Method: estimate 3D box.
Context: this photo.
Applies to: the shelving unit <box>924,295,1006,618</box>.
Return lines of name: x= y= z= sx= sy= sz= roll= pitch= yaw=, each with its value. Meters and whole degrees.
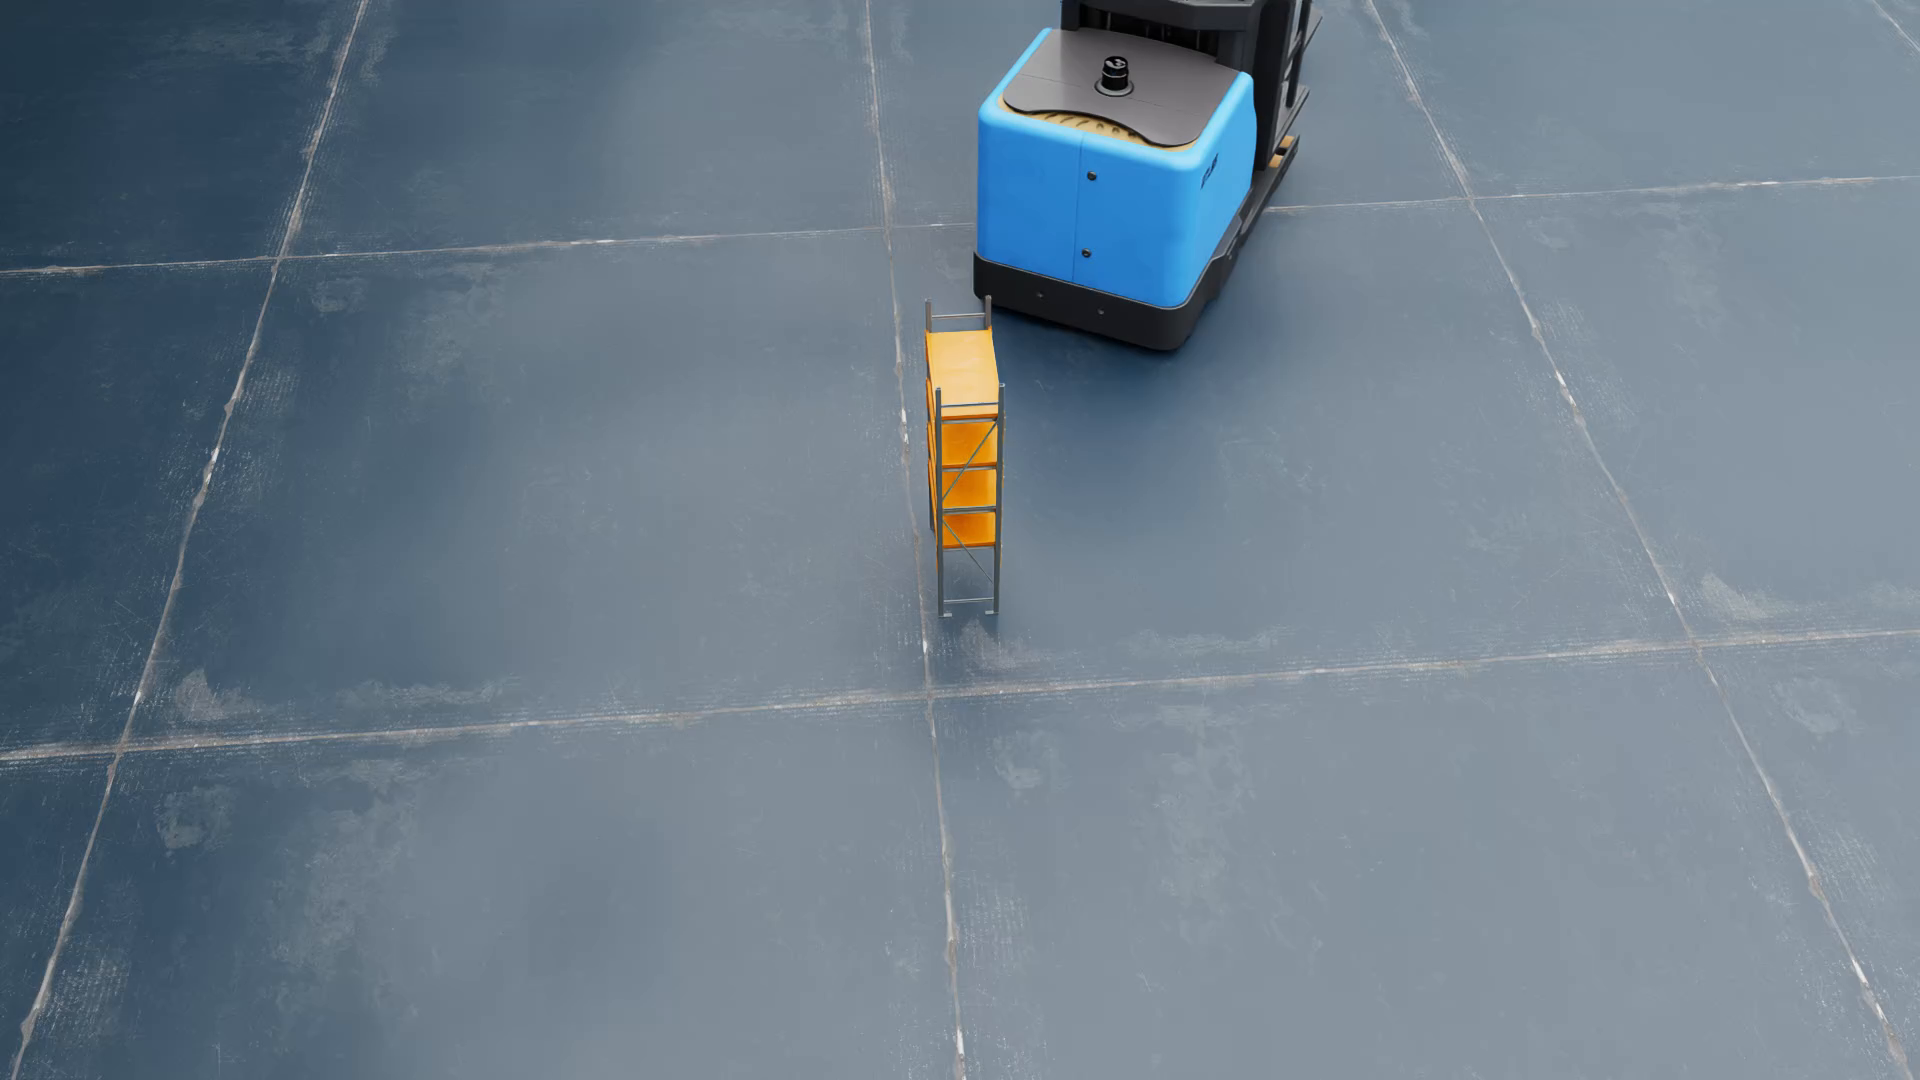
shelving unit: x=0.014 y=-0.293 z=6.337 sx=0.258 sy=1.200 sz=0.503 roll=-3 pitch=47 yaw=-3

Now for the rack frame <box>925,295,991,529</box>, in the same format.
rack frame: x=-0.007 y=-0.469 z=6.505 sx=0.240 sy=1.200 sz=0.015 roll=-3 pitch=47 yaw=-3

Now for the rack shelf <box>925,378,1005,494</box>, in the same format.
rack shelf: x=0.014 y=-0.400 z=6.224 sx=0.258 sy=0.148 sz=0.480 roll=-3 pitch=47 yaw=-3

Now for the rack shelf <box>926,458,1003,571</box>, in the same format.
rack shelf: x=0.014 y=-0.110 z=6.530 sx=0.258 sy=0.148 sz=0.480 roll=-3 pitch=47 yaw=-3

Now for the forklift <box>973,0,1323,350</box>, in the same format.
forklift: x=1.129 y=-2.958 z=7.670 sx=1.130 sy=2.935 sz=3.031 roll=18 pitch=49 yaw=16

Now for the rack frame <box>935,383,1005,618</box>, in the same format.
rack frame: x=0.034 y=-0.116 z=6.170 sx=0.240 sy=1.200 sz=0.015 roll=-3 pitch=47 yaw=-3

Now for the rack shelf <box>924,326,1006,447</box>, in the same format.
rack shelf: x=0.014 y=-0.563 z=6.052 sx=0.258 sy=0.148 sz=0.480 roll=-3 pitch=47 yaw=-3

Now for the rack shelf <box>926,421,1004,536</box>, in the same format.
rack shelf: x=0.014 y=-0.247 z=6.386 sx=0.258 sy=0.148 sz=0.480 roll=-3 pitch=47 yaw=-3
